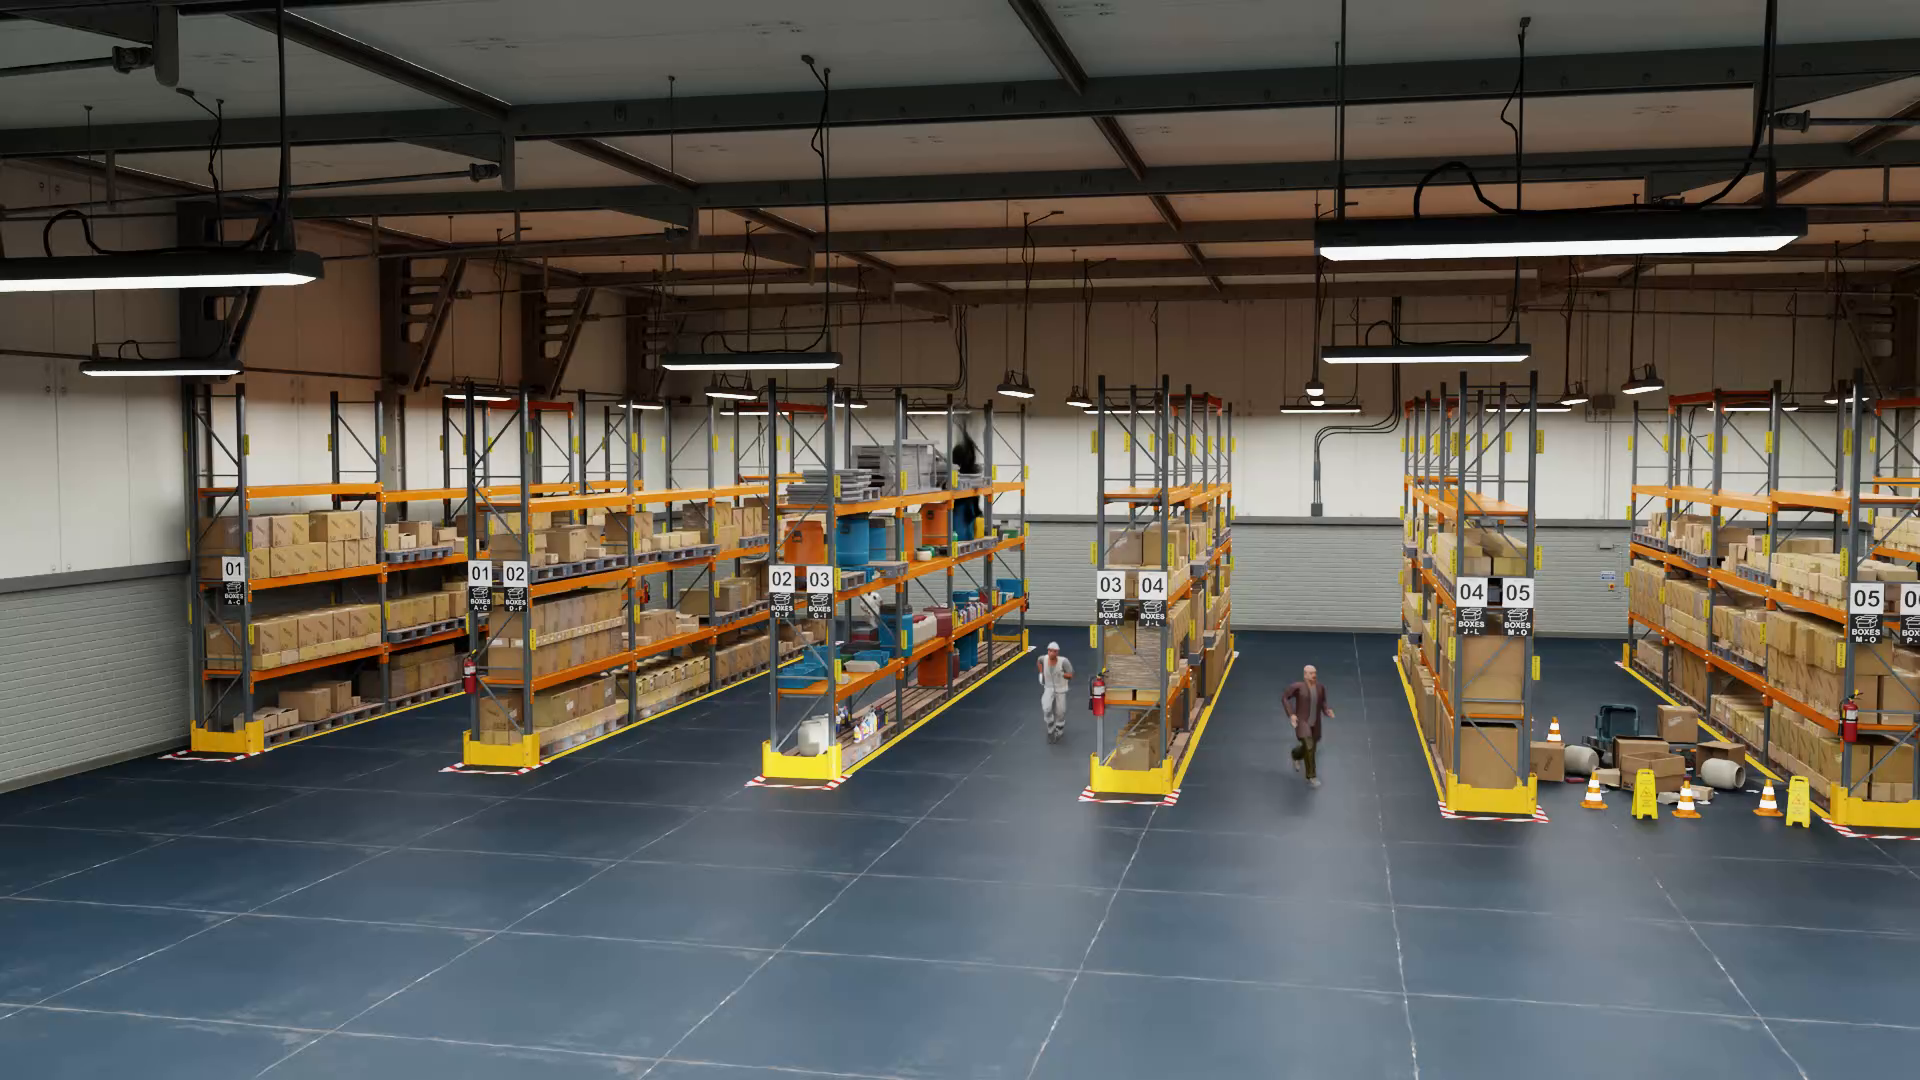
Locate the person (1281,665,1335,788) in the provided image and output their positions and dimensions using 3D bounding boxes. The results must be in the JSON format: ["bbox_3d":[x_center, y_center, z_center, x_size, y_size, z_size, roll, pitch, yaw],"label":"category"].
[{"bbox_3d":[5.106,2.720,24.680,0.693,1.762,0.957,-1,3,-20],"label":"person"}]

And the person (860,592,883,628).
[{"bbox_3d":[-2.133,1.848,41.028,0.647,1.613,0.550,0,3,-2],"label":"person"}]

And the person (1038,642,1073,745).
[{"bbox_3d":[1.583,2.536,27.694,0.643,1.721,0.922,1,3,11],"label":"person"}]
